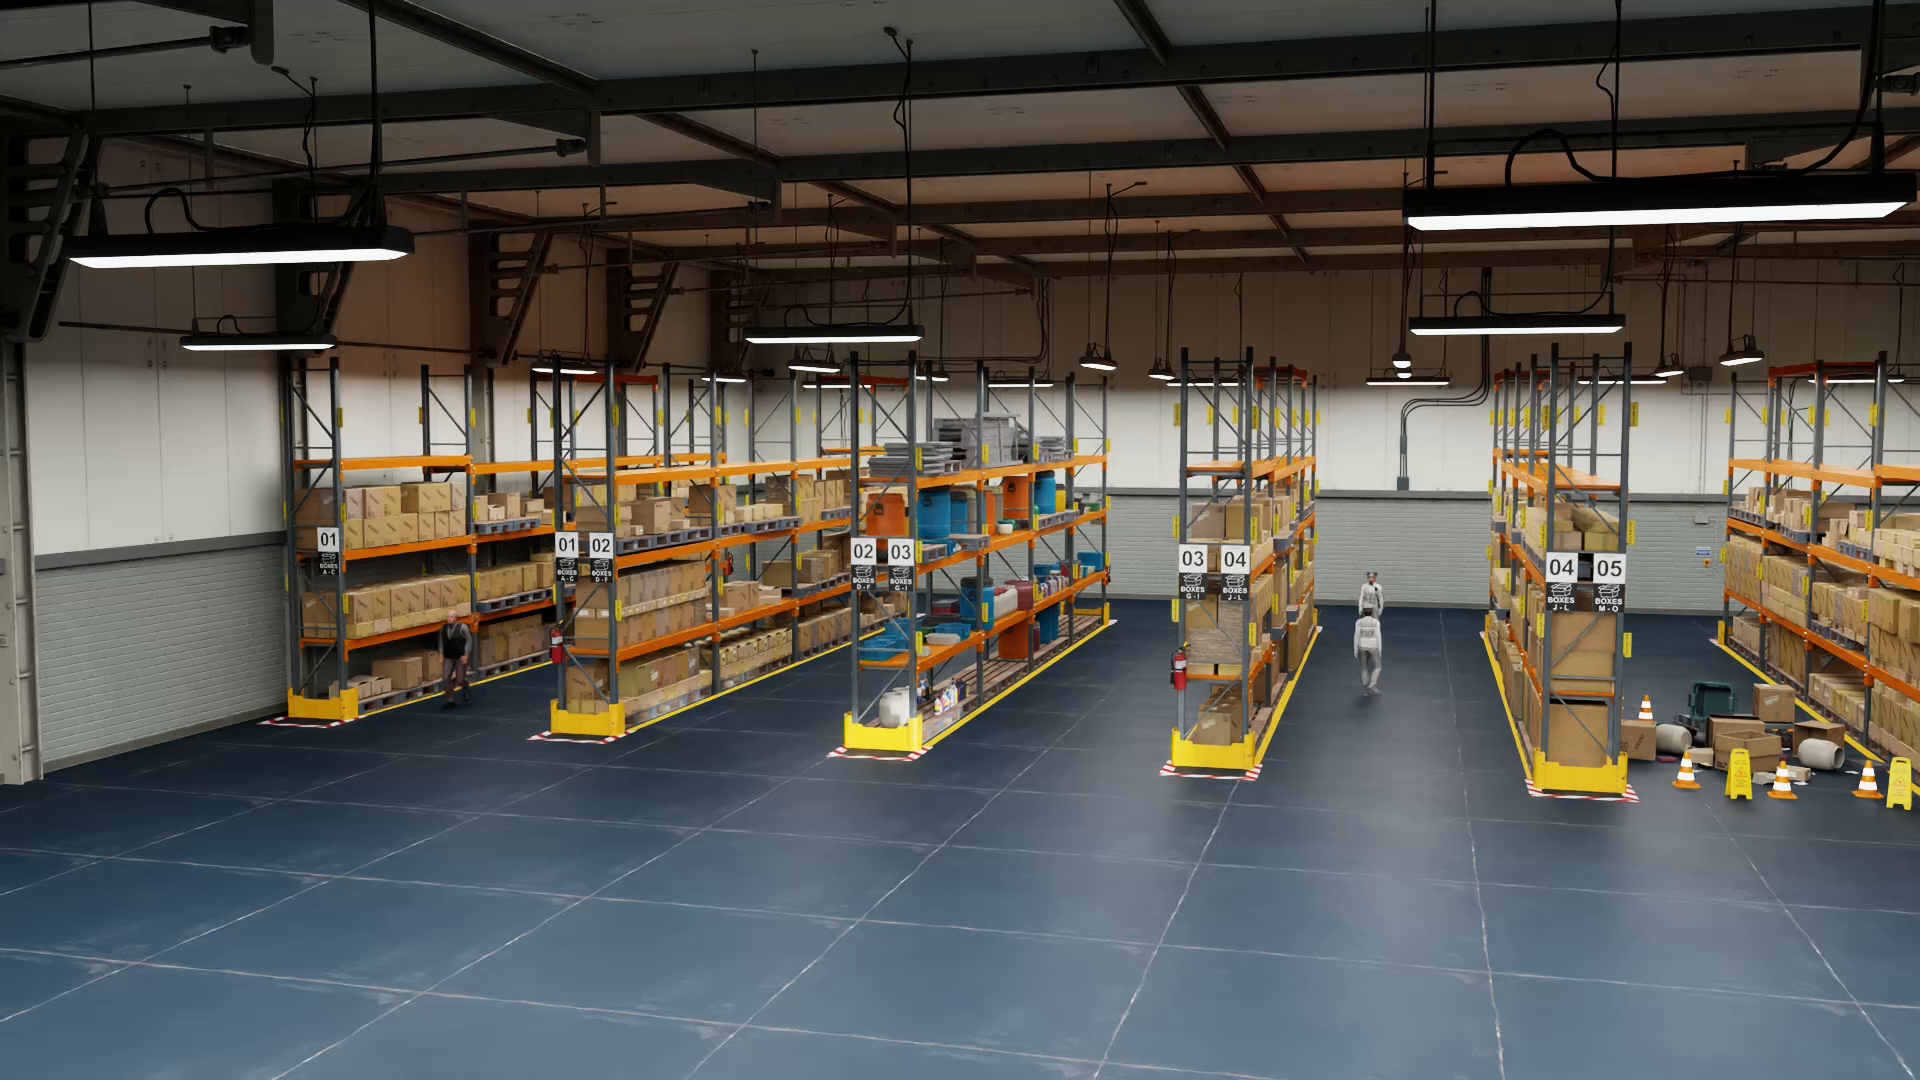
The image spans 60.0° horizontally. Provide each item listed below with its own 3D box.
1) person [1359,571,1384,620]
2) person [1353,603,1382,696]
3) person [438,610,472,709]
[{"bbox_3d":[9.040,1.486,36.555,0.527,1.620,1.049,1,4,15],"label":"person"},{"bbox_3d":[7.327,1.979,29.876,0.523,1.672,0.491,2,5,21],"label":"person"},{"bbox_3d":[-8.747,2.044,28.857,0.624,1.702,0.638,0,4,7],"label":"person"}]
